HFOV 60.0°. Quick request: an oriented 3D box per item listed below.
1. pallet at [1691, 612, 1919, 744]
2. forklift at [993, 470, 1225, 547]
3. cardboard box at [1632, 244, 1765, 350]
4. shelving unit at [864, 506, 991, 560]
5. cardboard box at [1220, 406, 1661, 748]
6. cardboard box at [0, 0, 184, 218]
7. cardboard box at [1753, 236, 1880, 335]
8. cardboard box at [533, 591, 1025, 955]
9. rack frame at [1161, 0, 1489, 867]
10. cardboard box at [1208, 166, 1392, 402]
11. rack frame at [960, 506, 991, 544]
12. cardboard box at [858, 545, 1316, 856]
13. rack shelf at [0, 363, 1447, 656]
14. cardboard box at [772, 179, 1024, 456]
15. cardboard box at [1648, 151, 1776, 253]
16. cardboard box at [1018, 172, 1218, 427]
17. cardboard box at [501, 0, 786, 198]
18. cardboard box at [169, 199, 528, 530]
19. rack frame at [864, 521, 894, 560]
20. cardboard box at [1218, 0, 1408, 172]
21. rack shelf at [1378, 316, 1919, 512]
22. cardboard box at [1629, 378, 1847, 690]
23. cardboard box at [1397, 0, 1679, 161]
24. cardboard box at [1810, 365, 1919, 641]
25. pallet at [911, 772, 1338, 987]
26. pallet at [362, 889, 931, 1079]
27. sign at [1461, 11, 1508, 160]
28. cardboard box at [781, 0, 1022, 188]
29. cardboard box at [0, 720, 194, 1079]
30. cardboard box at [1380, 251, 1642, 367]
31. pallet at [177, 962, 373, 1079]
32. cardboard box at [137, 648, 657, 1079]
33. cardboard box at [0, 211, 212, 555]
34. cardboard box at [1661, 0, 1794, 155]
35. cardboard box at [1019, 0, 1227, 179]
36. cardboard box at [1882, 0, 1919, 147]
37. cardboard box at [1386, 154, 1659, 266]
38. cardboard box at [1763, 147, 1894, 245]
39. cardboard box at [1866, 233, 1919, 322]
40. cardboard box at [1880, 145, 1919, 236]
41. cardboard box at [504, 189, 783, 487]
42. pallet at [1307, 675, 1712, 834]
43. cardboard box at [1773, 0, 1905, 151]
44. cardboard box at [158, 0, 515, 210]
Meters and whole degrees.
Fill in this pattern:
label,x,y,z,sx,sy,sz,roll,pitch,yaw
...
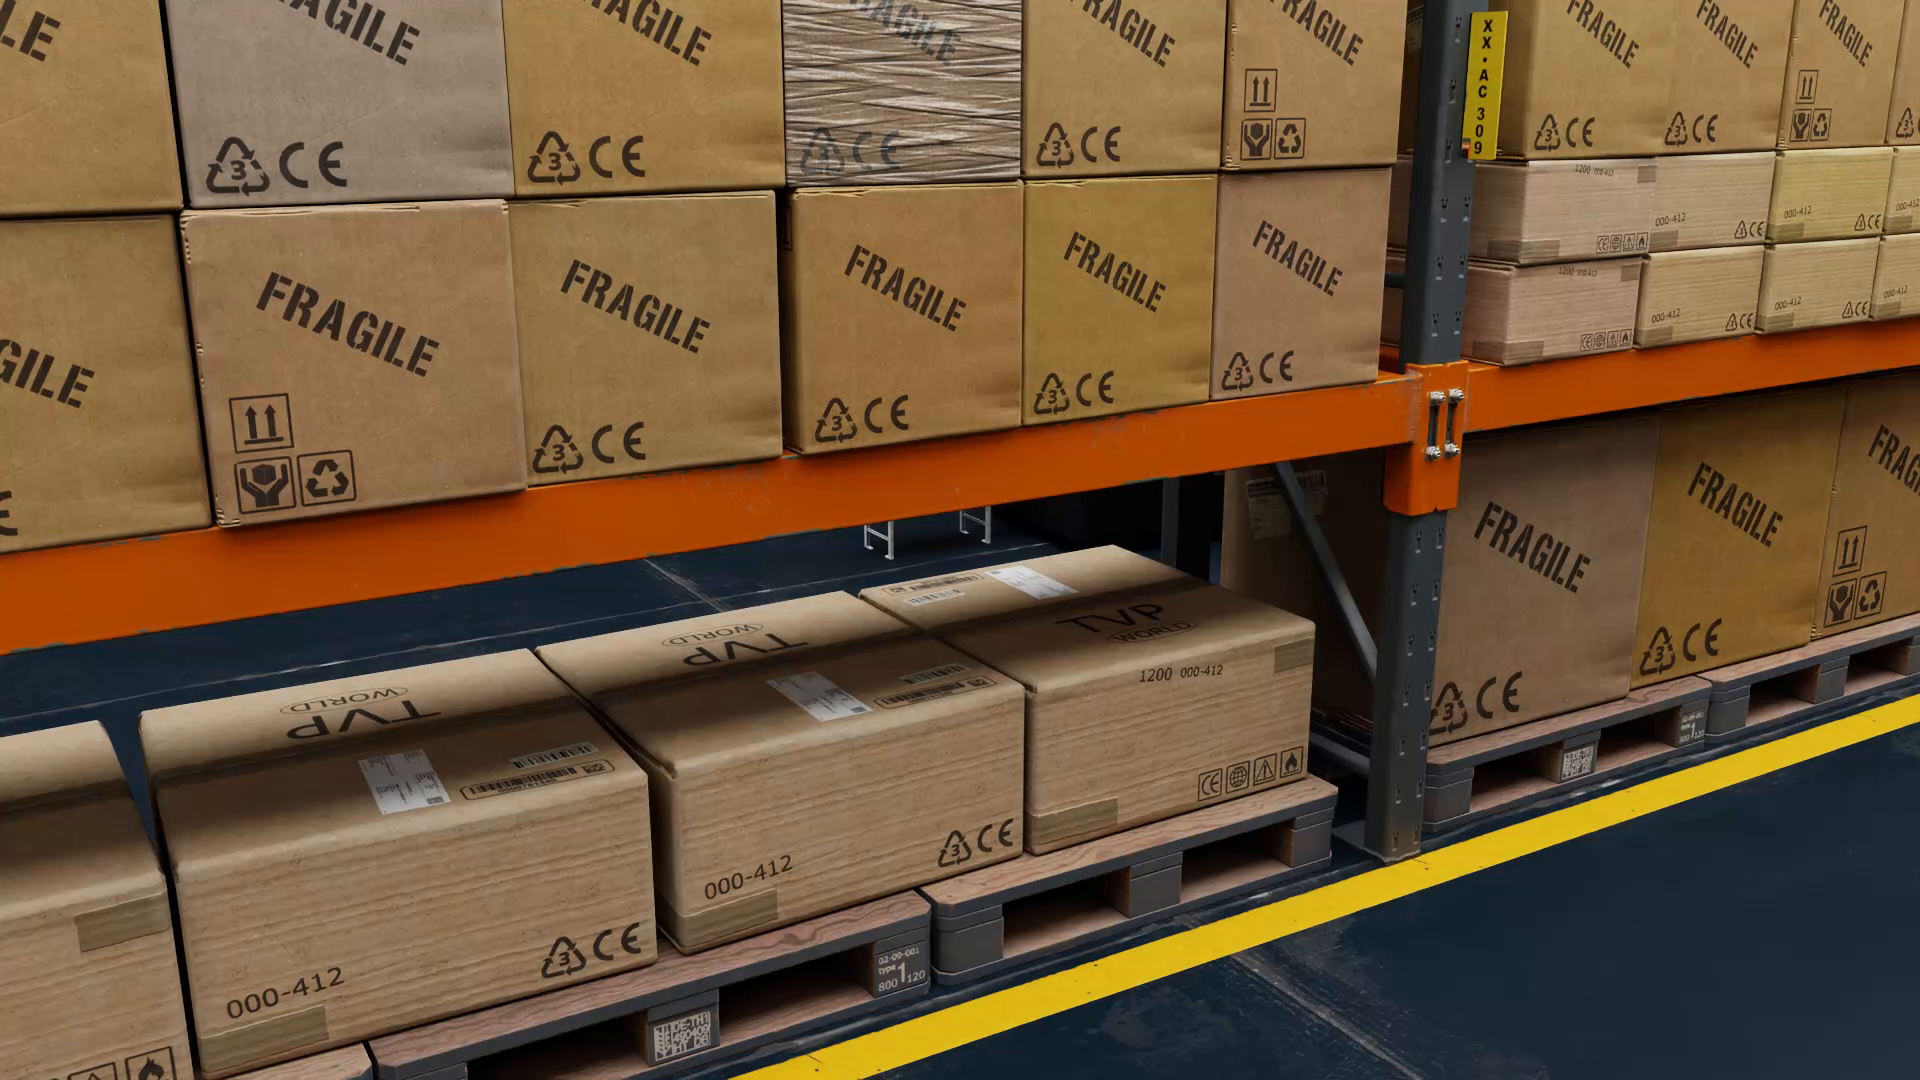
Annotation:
label,x,y,z,sx,sy,sz,roll,pitch,yaw
pallet,2.582,0.335,5.822,1.213,0.211,1.003,-9,18,-30
forklift,1.599,-1.638,7.823,3.031,2.935,1.130,-8,18,-27
cardboard box,1.868,-0.712,4.670,0.500,0.250,0.500,-10,18,-31
shelving unit,-0.142,-0.555,7.166,0.503,1.200,0.258,-9,18,-30
cardboard box,1.402,0.004,4.995,0.875,0.875,0.875,-9,18,-28
cardboard box,-1.519,-0.760,2.525,0.500,0.500,0.500,-10,18,-31
cardboard box,2.316,-0.780,4.911,0.500,0.250,0.500,-9,18,-30
cardboard box,-0.448,0.507,4.014,0.875,0.438,0.875,-10,18,-31
rack frame,0.912,-0.712,4.392,0.127,3.000,1.000,-9,18,-30
cardboard box,0.646,-0.636,3.937,0.500,0.500,0.500,-9,18,-29
rack frame,0.067,-0.589,7.287,0.015,1.200,0.240,-9,18,-30
cardboard box,0.319,0.382,4.458,0.875,0.438,0.875,-10,18,-31
rack shelf,-0.802,-0.087,3.497,4.000,0.370,1.077,-9,18,-30
cardboard box,-0.215,-0.490,3.416,0.500,0.500,0.500,-10,18,-31
cardboard box,1.867,-0.955,4.612,0.500,0.250,0.500,-9,18,-29
cardboard box,0.208,-0.564,3.678,0.500,0.500,0.500,-10,18,-31
cardboard box,-0.655,-0.903,3.035,0.500,0.500,0.500,-9,18,-29
cardboard box,-1.093,-0.348,2.907,0.500,0.500,0.500,-9,18,-30
rack frame,-0.351,-0.521,7.045,0.015,1.200,0.240,-9,18,-30
cardboard box,0.650,-1.112,3.781,0.500,0.500,0.500,-9,18,-30
rack shelf,2.627,-0.643,5.481,4.000,0.370,1.077,-9,18,-30
cardboard box,2.173,-0.123,5.450,0.875,0.875,0.875,-9,18,-28
cardboard box,1.437,-1.236,4.224,0.500,0.500,0.500,-9,18,-29
cardboard box,2.939,-0.247,5.893,0.875,0.875,0.875,-9,18,-29
pallet,0.220,0.718,4.456,1.213,0.211,1.003,-9,18,-30
pallet,-0.827,0.889,3.847,1.213,0.211,1.003,-9,18,-30
sign,1.199,-1.039,3.807,0.005,0.325,0.100,-9,18,-30
cardboard box,-0.221,-0.970,3.276,0.500,0.500,0.500,-9,18,-29
cardboard box,-2.002,0.761,3.107,0.875,0.438,0.875,-10,18,-32
cardboard box,1.425,-0.640,4.412,0.500,0.250,0.500,-10,18,-31
pallet,-1.871,1.058,3.246,1.213,0.211,1.003,-9,18,-30
cardboard box,-1.222,0.632,3.568,0.875,0.438,0.875,-9,18,-28
cardboard box,-1.538,-0.281,2.670,0.500,0.500,0.500,-10,18,-31
cardboard box,1.859,-1.313,4.499,0.500,0.500,0.500,-9,18,-30
cardboard box,0.211,-1.043,3.537,0.500,0.500,0.500,-10,18,-31
cardboard box,2.730,-1.456,5.008,0.500,0.500,0.500,-10,18,-31
cardboard box,1.435,-0.876,4.330,0.500,0.250,0.500,-10,18,-31
cardboard box,2.313,-1.019,4.840,0.500,0.250,0.500,-9,18,-29
cardboard box,2.749,-0.847,5.152,0.500,0.250,0.500,-10,18,-31
cardboard box,2.746,-1.090,5.093,0.500,0.250,0.500,-10,18,-31
cardboard box,-0.672,-0.421,3.169,0.500,0.500,0.500,-9,18,-28
pallet,1.535,0.506,5.213,1.213,0.211,1.003,-9,18,-30
cardboard box,2.291,-1.382,4.746,0.500,0.500,0.500,-10,18,-31
cardboard box,-1.082,-0.833,2.786,0.500,0.500,0.500,-9,18,-30
